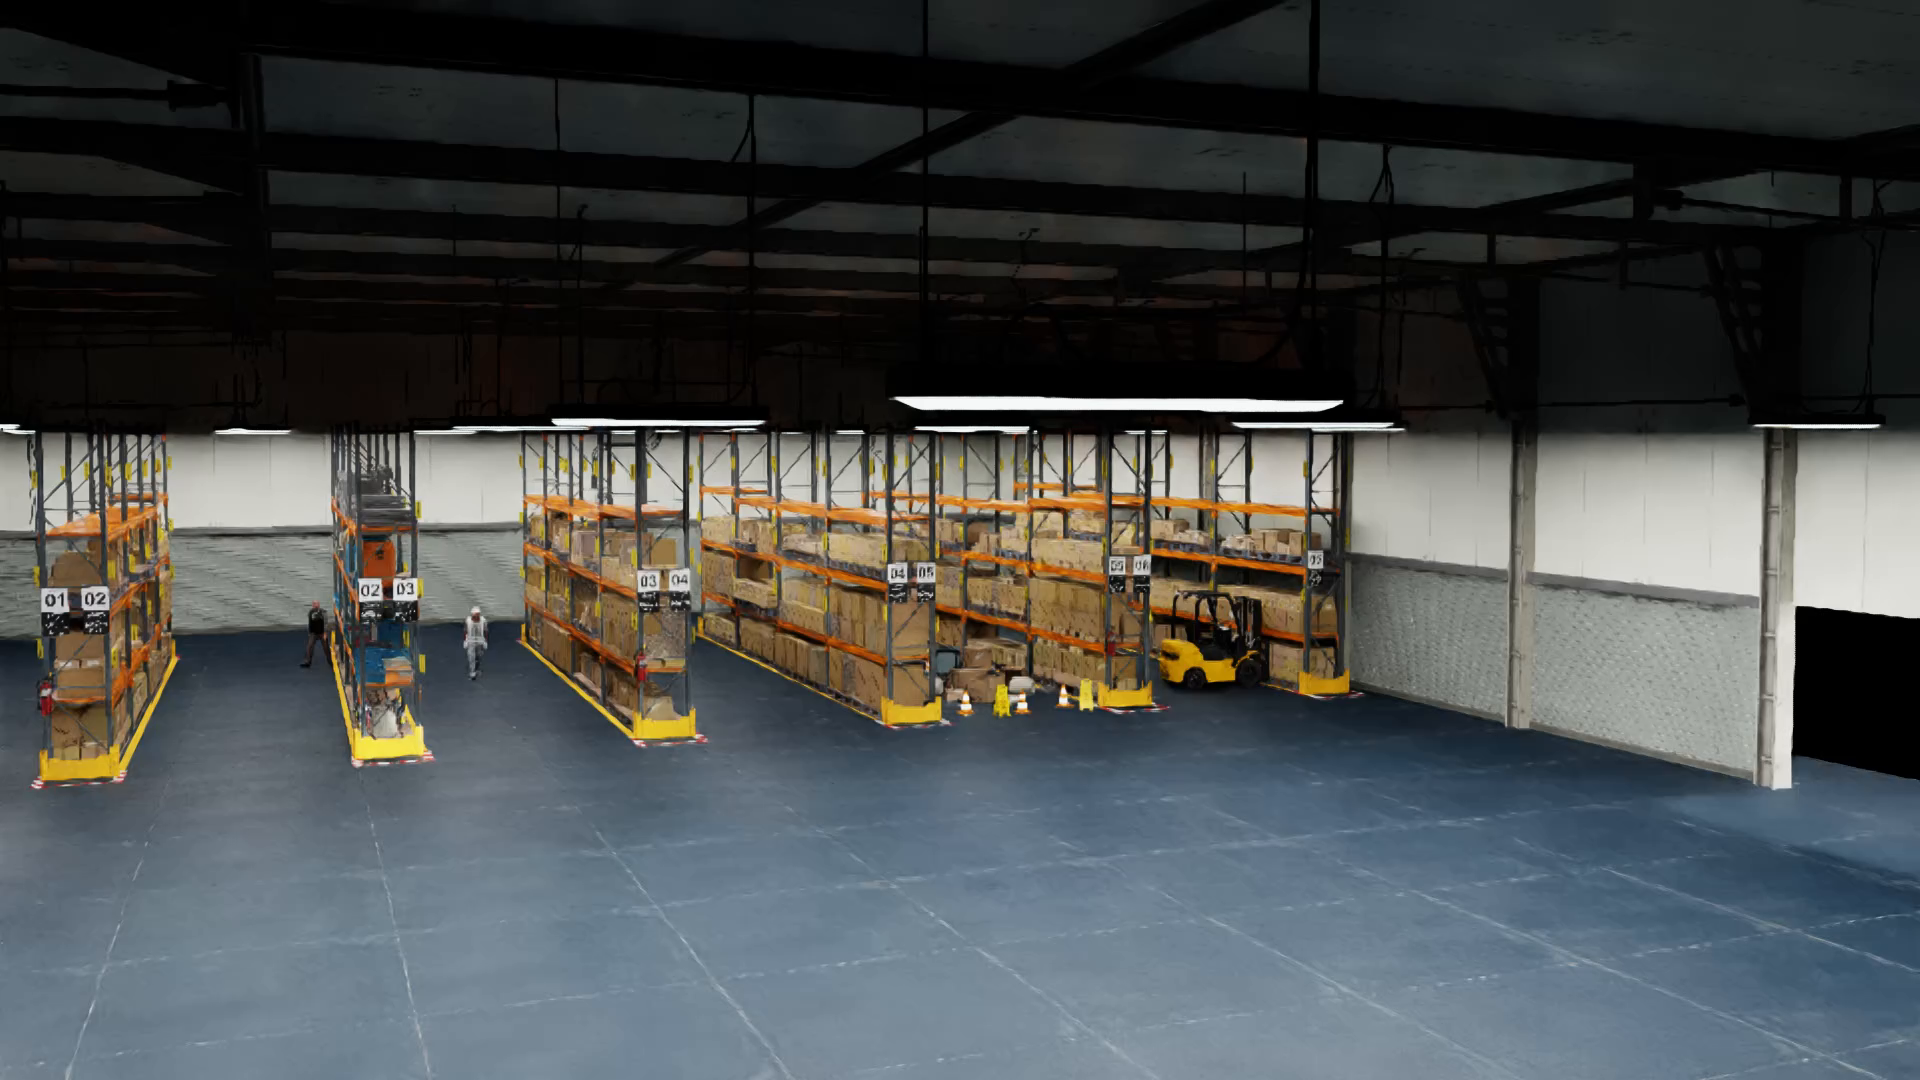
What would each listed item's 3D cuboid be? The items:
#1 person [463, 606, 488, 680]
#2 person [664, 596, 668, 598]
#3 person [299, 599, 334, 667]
[{"bbox_3d":[-11.417,2.403,39.256,0.563,1.707,1.127,-2,4,-24],"label":"person"},{"bbox_3d":[-8.705,1.887,48.458,0.448,1.587,1.109,-1,4,-19],"label":"person"},{"bbox_3d":[-15.950,2.305,41.276,0.578,1.684,0.917,1,4,9],"label":"person"}]
